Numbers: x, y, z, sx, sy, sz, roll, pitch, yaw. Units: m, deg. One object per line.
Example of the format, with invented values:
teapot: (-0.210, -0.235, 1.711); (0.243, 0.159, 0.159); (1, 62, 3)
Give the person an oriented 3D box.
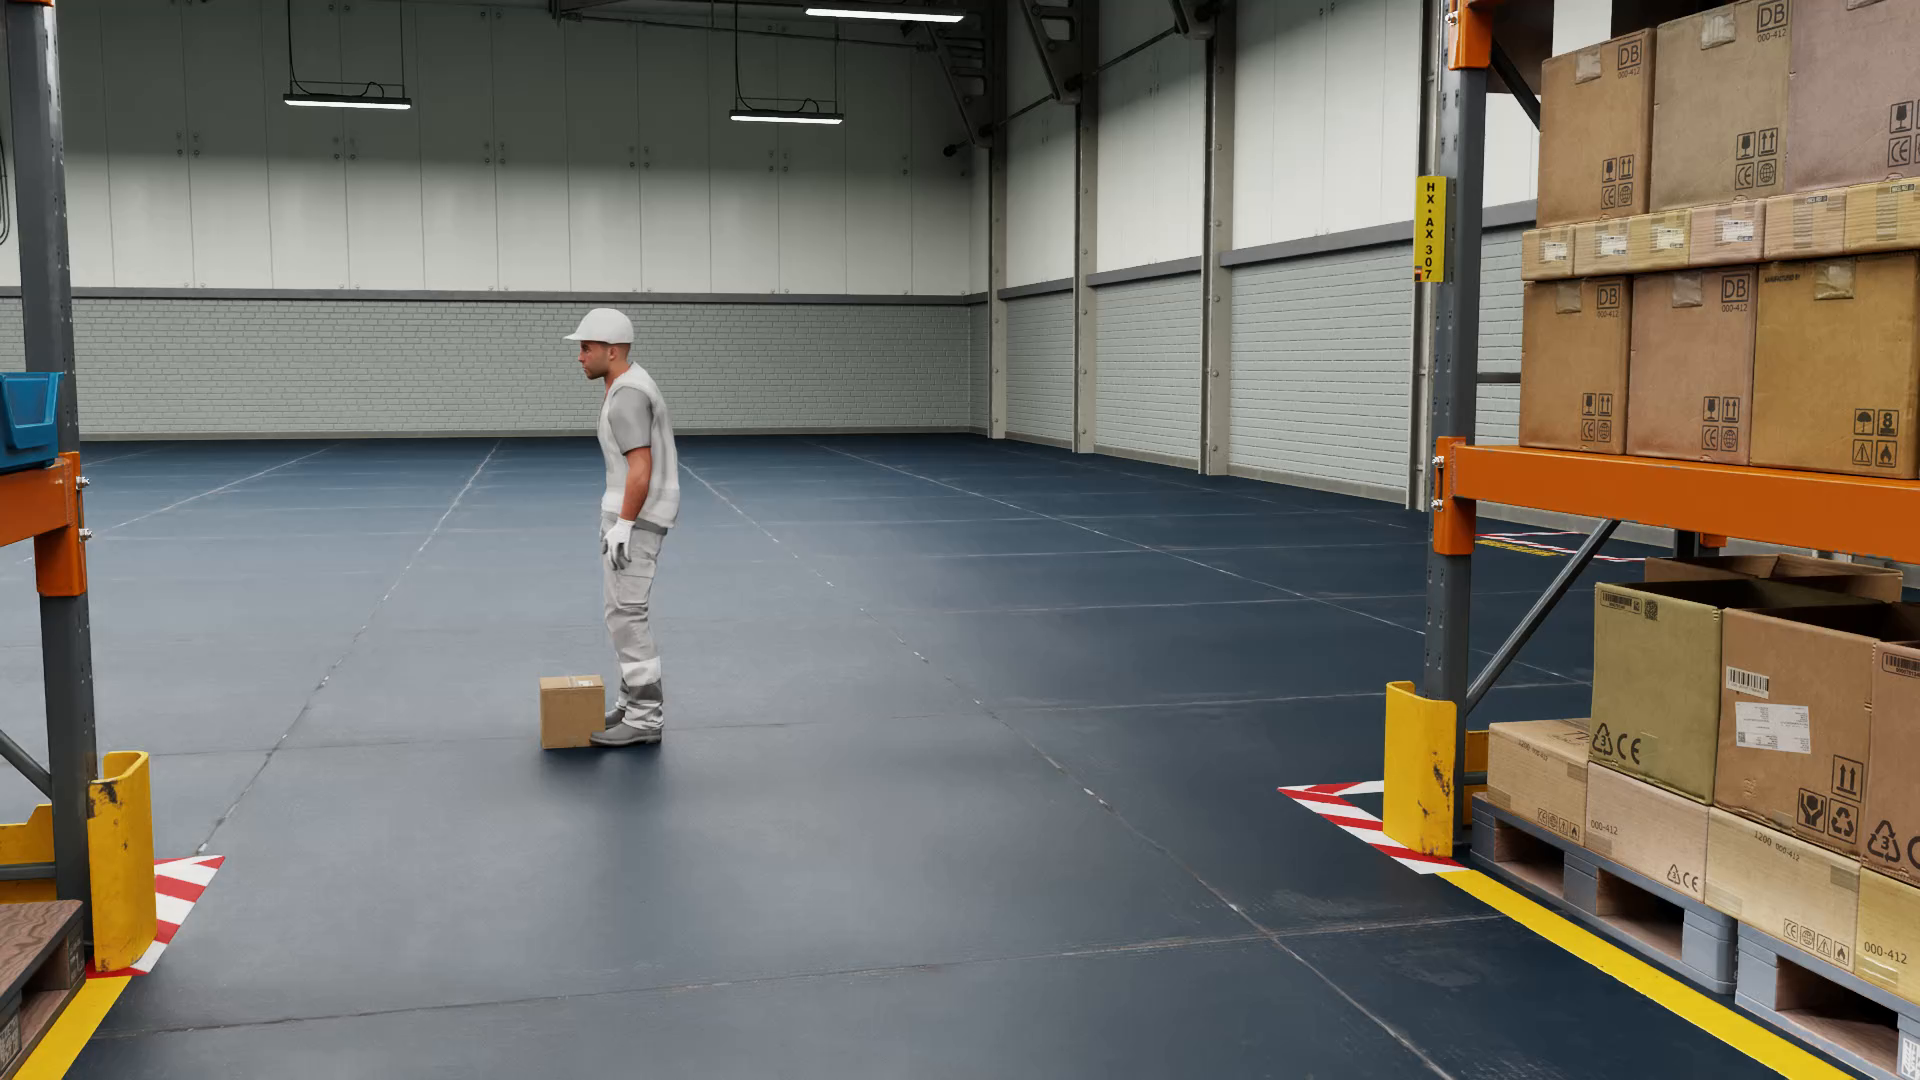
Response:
person: (-1.386, -0.058, 6.867); (0.449, 1.779, 0.609); (-1, 6, -13)
